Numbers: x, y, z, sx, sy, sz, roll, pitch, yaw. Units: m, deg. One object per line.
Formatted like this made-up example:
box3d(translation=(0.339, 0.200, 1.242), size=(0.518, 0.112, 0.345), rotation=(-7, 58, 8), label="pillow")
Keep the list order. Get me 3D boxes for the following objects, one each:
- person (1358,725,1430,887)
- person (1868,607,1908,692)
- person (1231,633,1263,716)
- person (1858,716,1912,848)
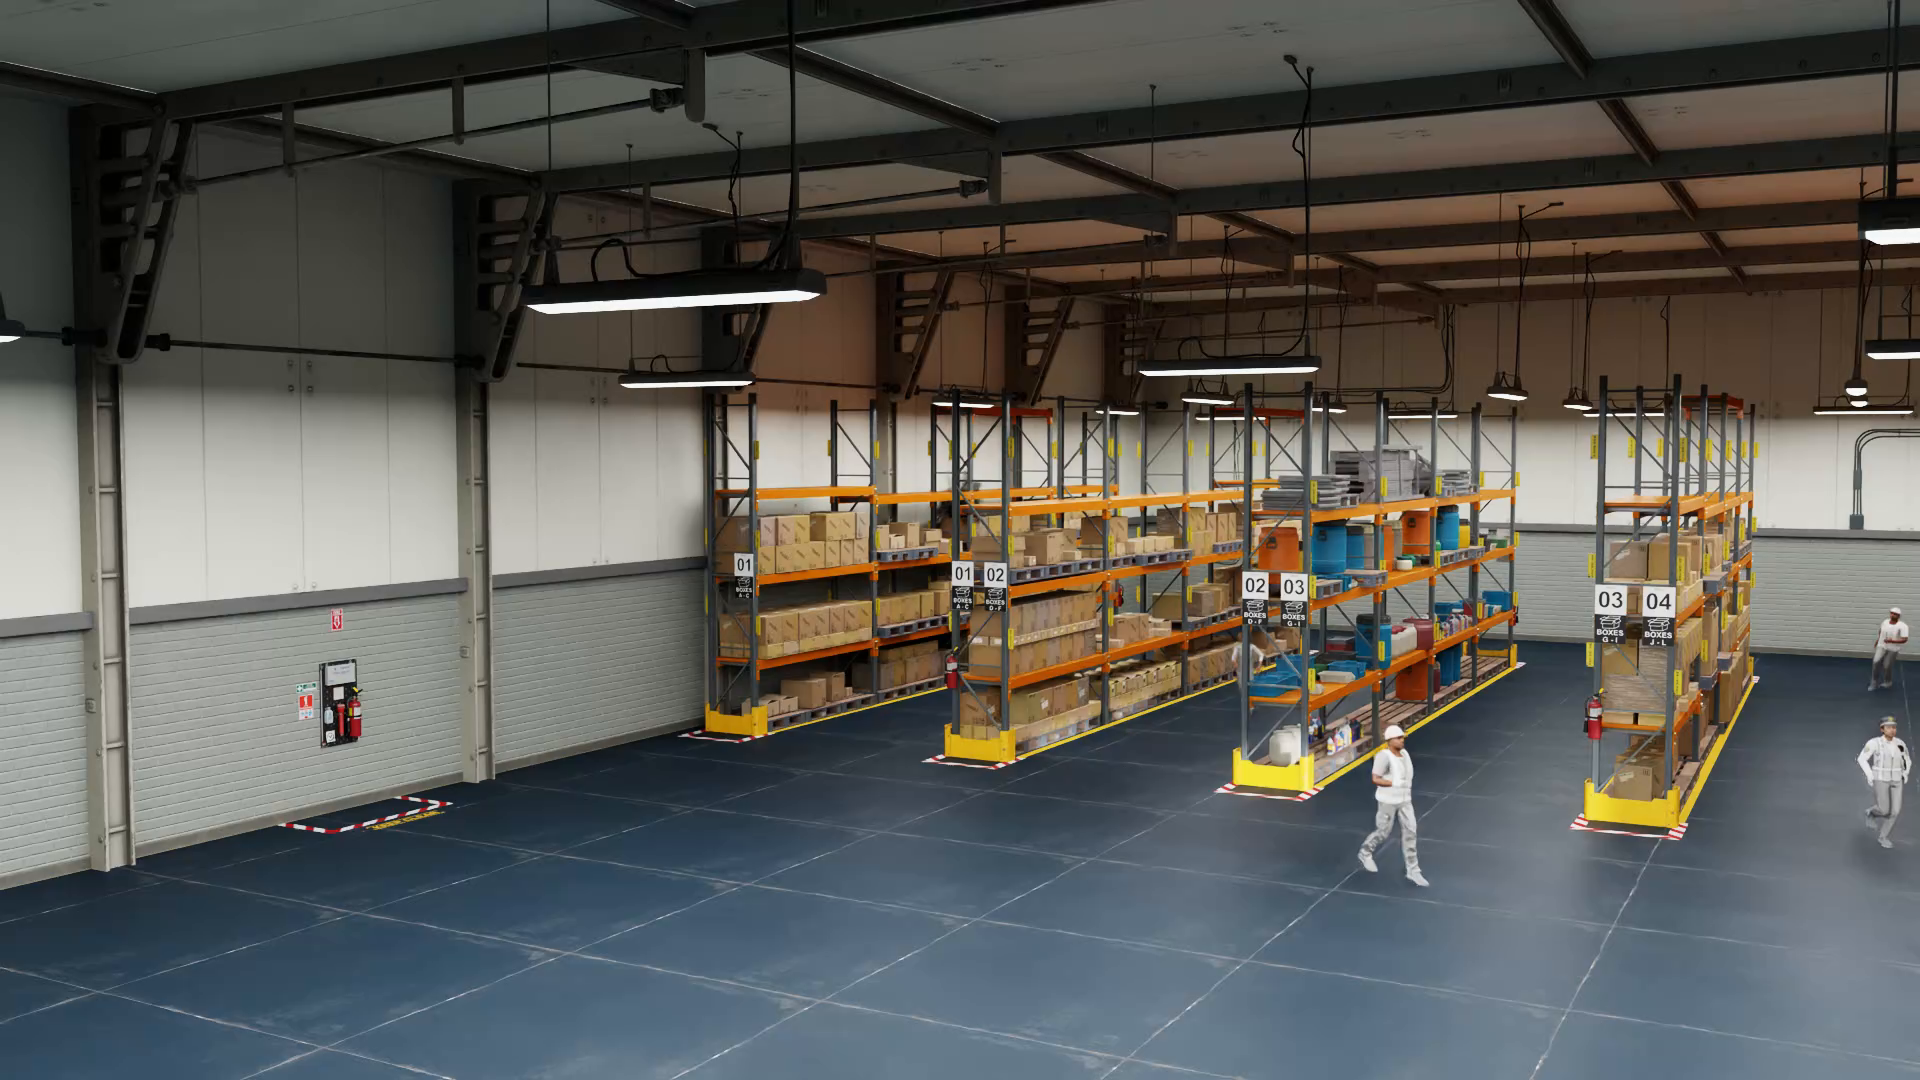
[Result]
box3d(translation=(5.004, 3.043, 19.265), size=(0.677, 1.803, 0.949), rotation=(-2, 4, -32), label="person")
box3d(translation=(19.226, 2.263, 34.399), size=(0.760, 1.753, 0.713), rotation=(-2, 4, -38), label="person")
box3d(translation=(5.372, 2.524, 31.257), size=(0.567, 1.604, 0.650), rotation=(1, 3, 24), label="person")
box3d(translation=(11.749, 3.046, 21.100), size=(0.619, 1.657, 0.551), rotation=(0, 3, 6), label="person")
